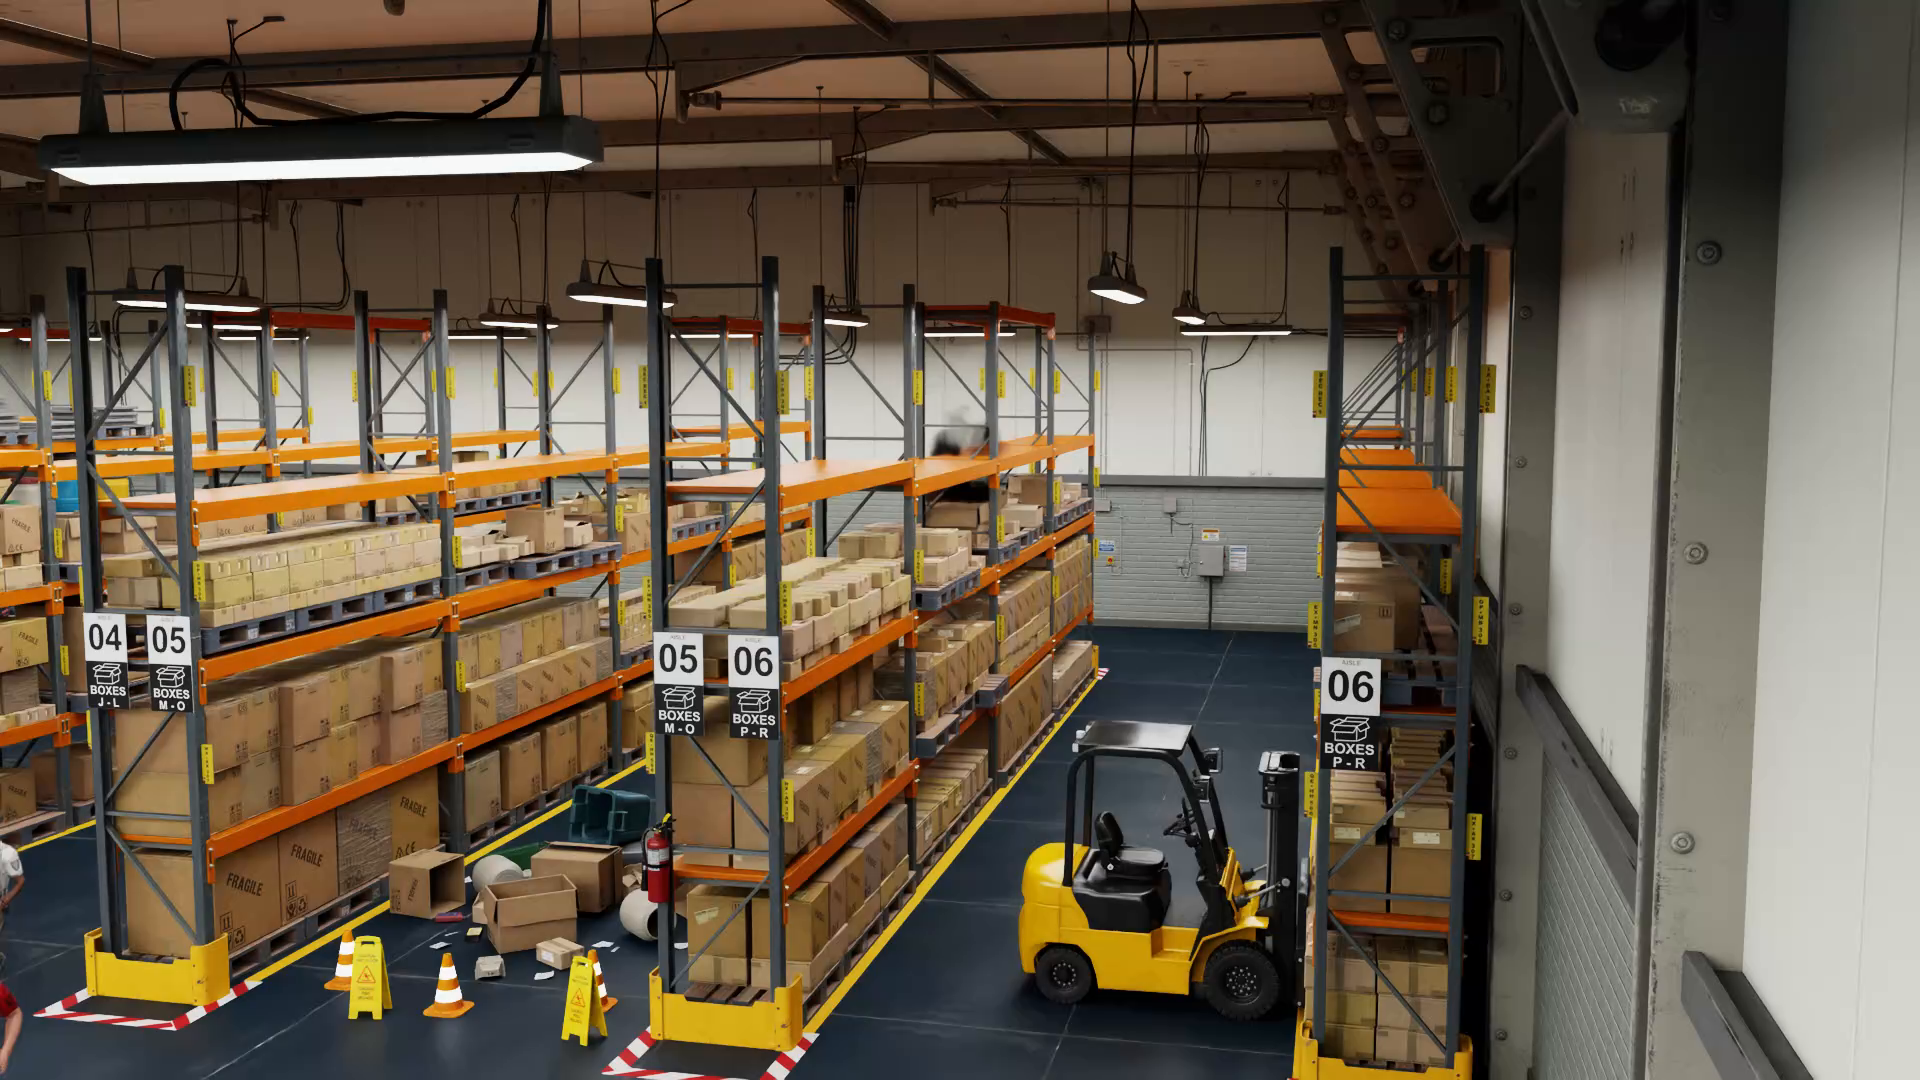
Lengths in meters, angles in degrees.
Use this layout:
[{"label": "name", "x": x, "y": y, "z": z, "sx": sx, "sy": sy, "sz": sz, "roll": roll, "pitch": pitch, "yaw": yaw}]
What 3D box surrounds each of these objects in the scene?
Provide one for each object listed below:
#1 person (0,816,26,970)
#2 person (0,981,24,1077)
[{"label": "person", "x": -7.927, "y": 3.003, "z": 13.522, "sx": 0.619, "sy": 1.657, "sz": 0.627, "roll": -1, "pitch": 6, "yaw": -8}, {"label": "person", "x": -6.146, "y": 3.299, "z": 10.253, "sx": 0.682, "sy": 1.702, "sz": 0.599, "roll": -4, "pitch": 7, "yaw": -32}]
